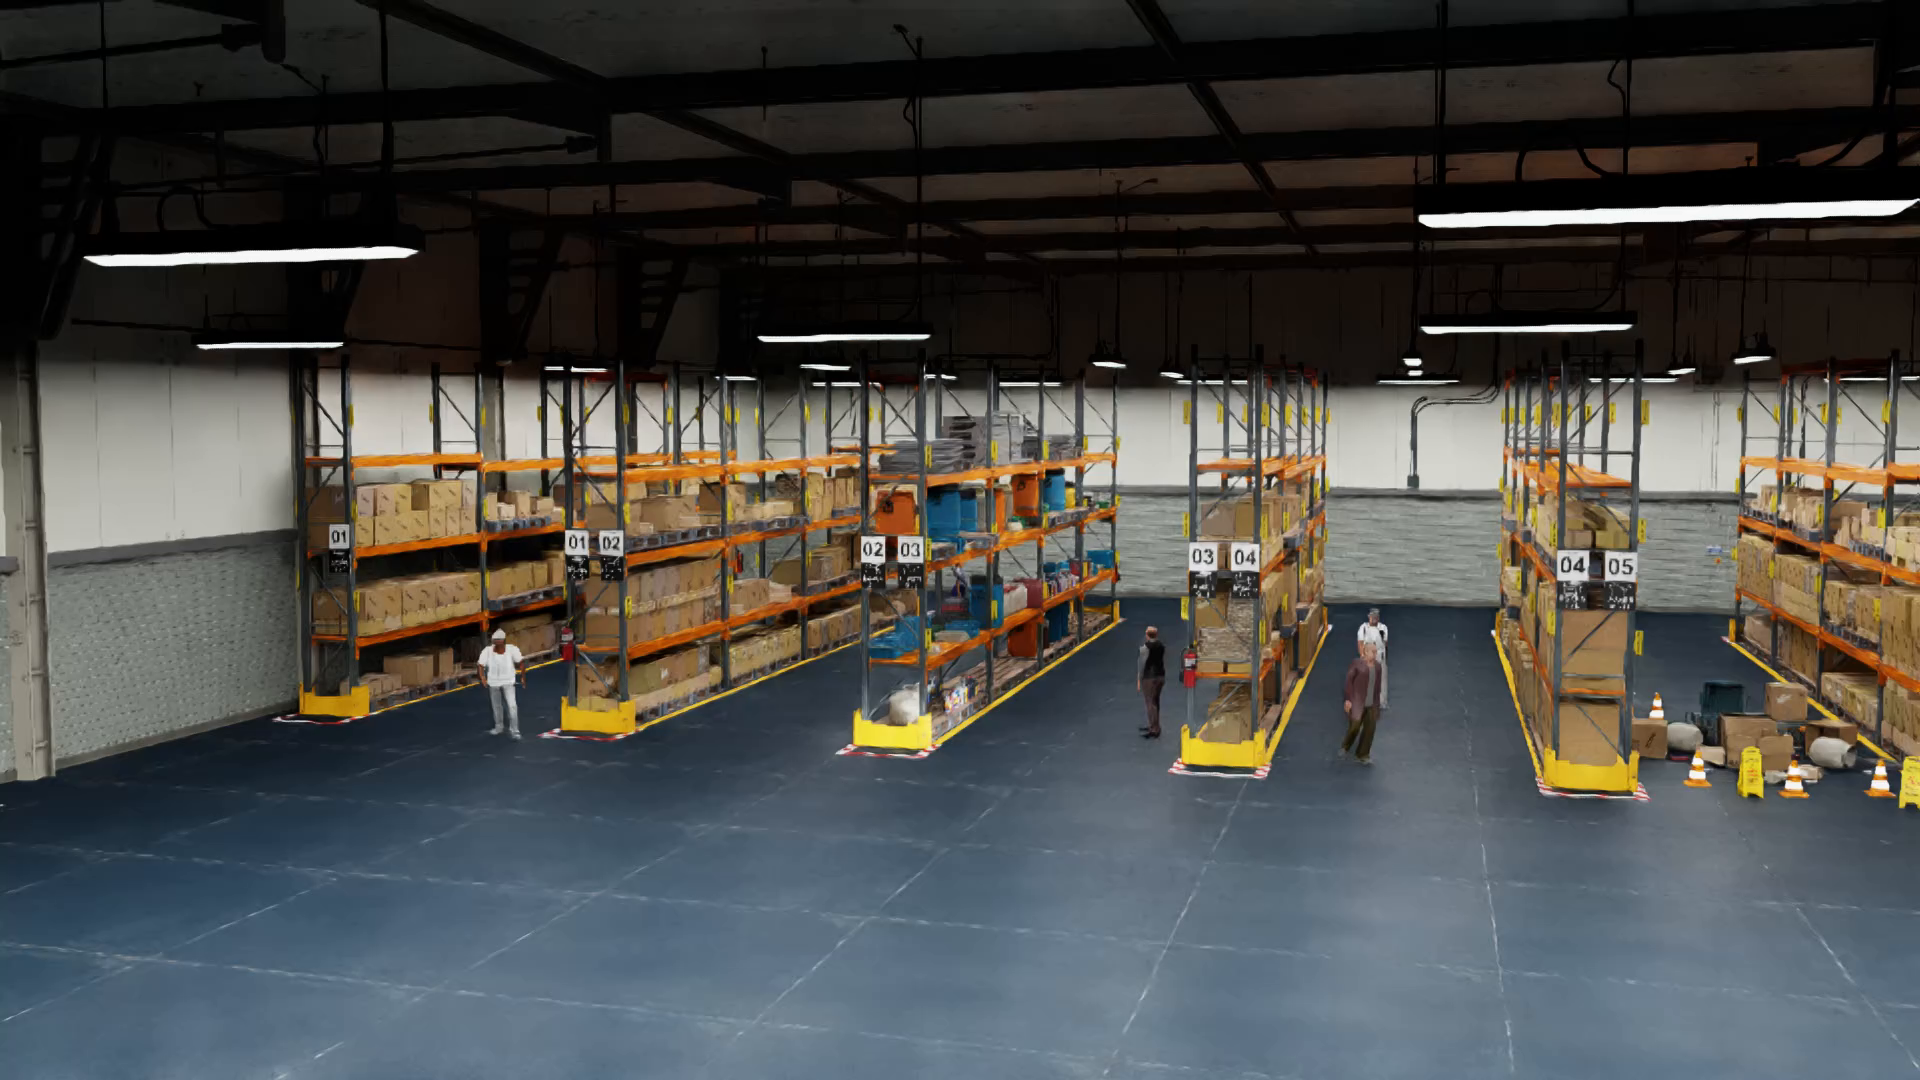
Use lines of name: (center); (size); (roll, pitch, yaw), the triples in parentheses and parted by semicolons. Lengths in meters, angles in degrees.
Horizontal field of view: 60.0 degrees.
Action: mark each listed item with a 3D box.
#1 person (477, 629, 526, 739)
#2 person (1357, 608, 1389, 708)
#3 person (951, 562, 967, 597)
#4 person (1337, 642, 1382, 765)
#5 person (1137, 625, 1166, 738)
person: (-7.101, 2.210, 25.803); (0.714, 1.697, 0.823); (0, 4, -2)
person: (7.066, 1.998, 28.483); (0.536, 1.707, 1.036); (1, 4, 7)
person: (-0.020, 1.224, 39.260); (0.379, 1.649, 0.610); (0, 4, 5)
person: (5.754, 2.329, 23.924); (0.619, 1.769, 0.599); (-2, 5, -20)
person: (2.966, 2.184, 25.948); (0.569, 1.718, 0.627); (4, 6, 43)
